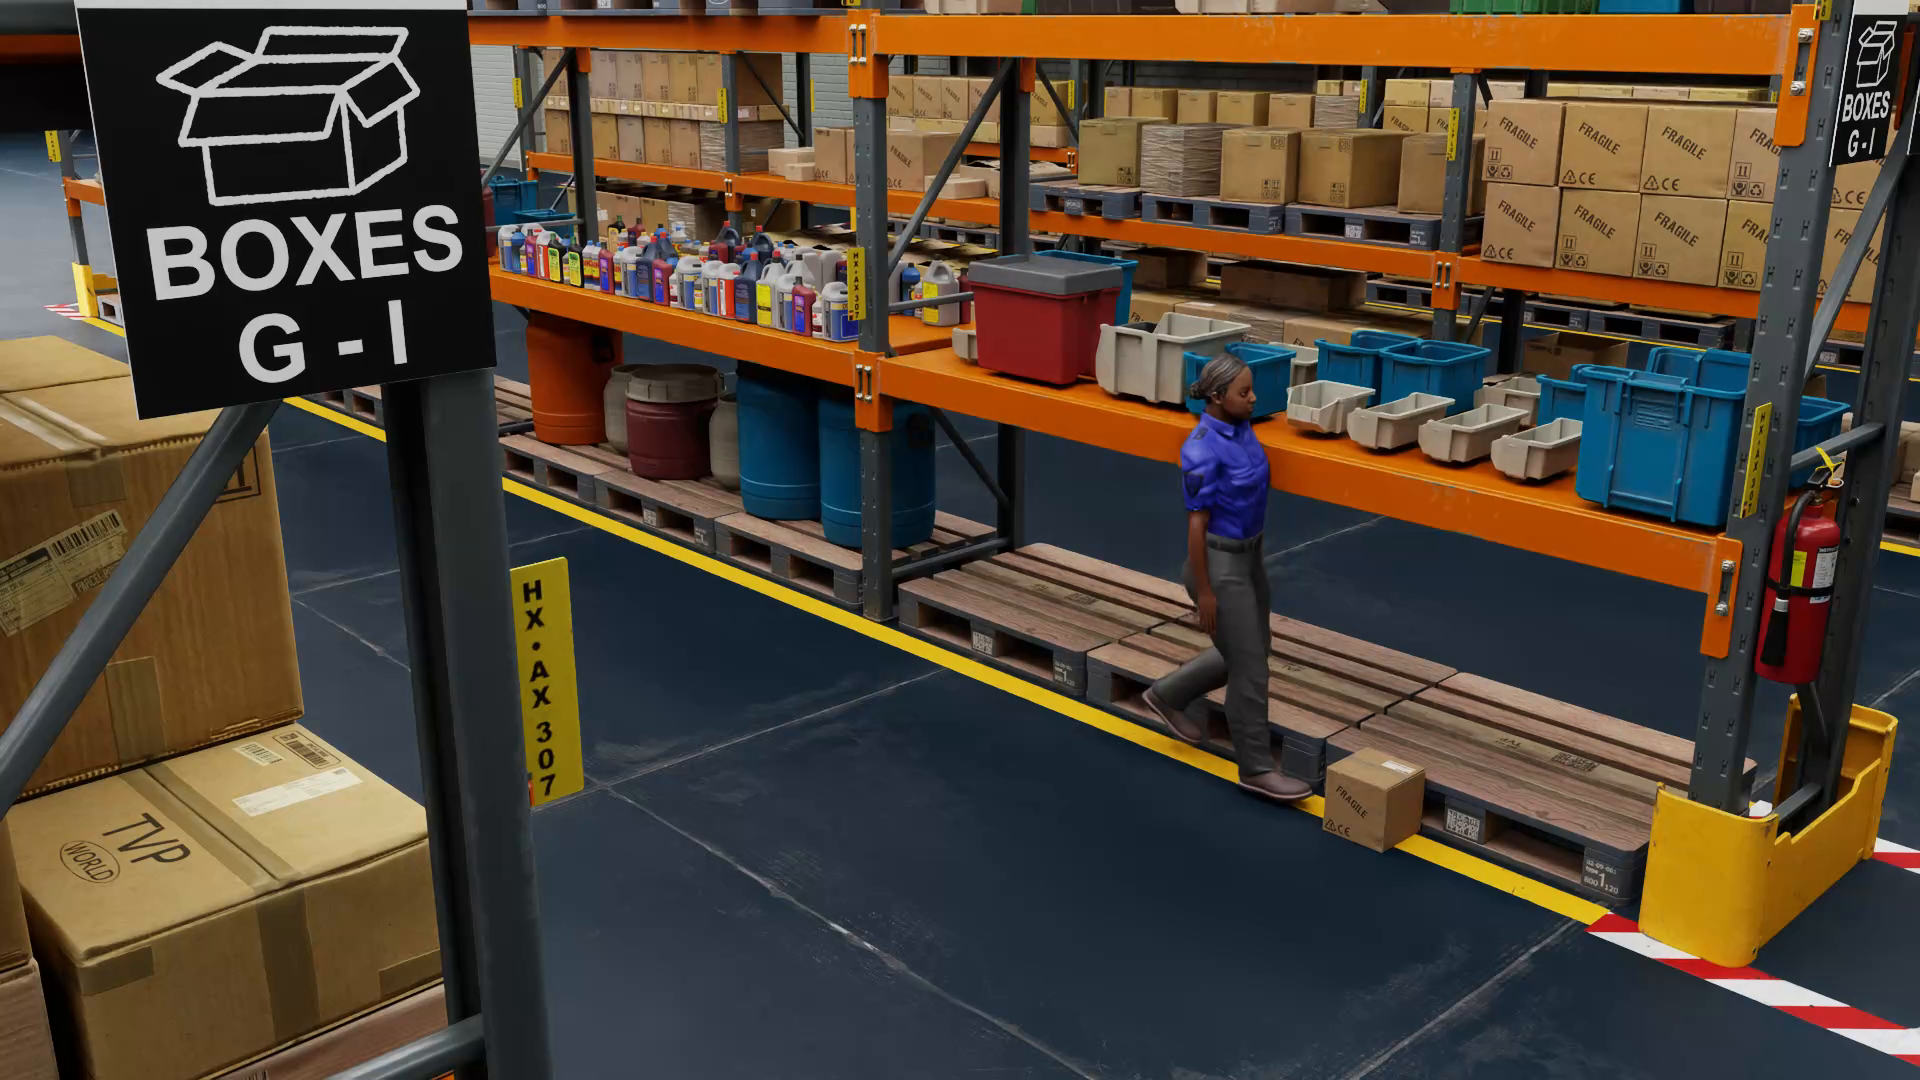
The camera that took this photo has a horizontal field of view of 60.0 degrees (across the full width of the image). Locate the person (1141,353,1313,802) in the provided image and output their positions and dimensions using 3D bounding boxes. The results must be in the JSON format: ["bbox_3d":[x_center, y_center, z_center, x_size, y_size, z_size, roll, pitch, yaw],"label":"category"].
[{"bbox_3d":[1.007,0.114,6.156,0.779,1.625,0.464,10,20,29],"label":"person"}]
